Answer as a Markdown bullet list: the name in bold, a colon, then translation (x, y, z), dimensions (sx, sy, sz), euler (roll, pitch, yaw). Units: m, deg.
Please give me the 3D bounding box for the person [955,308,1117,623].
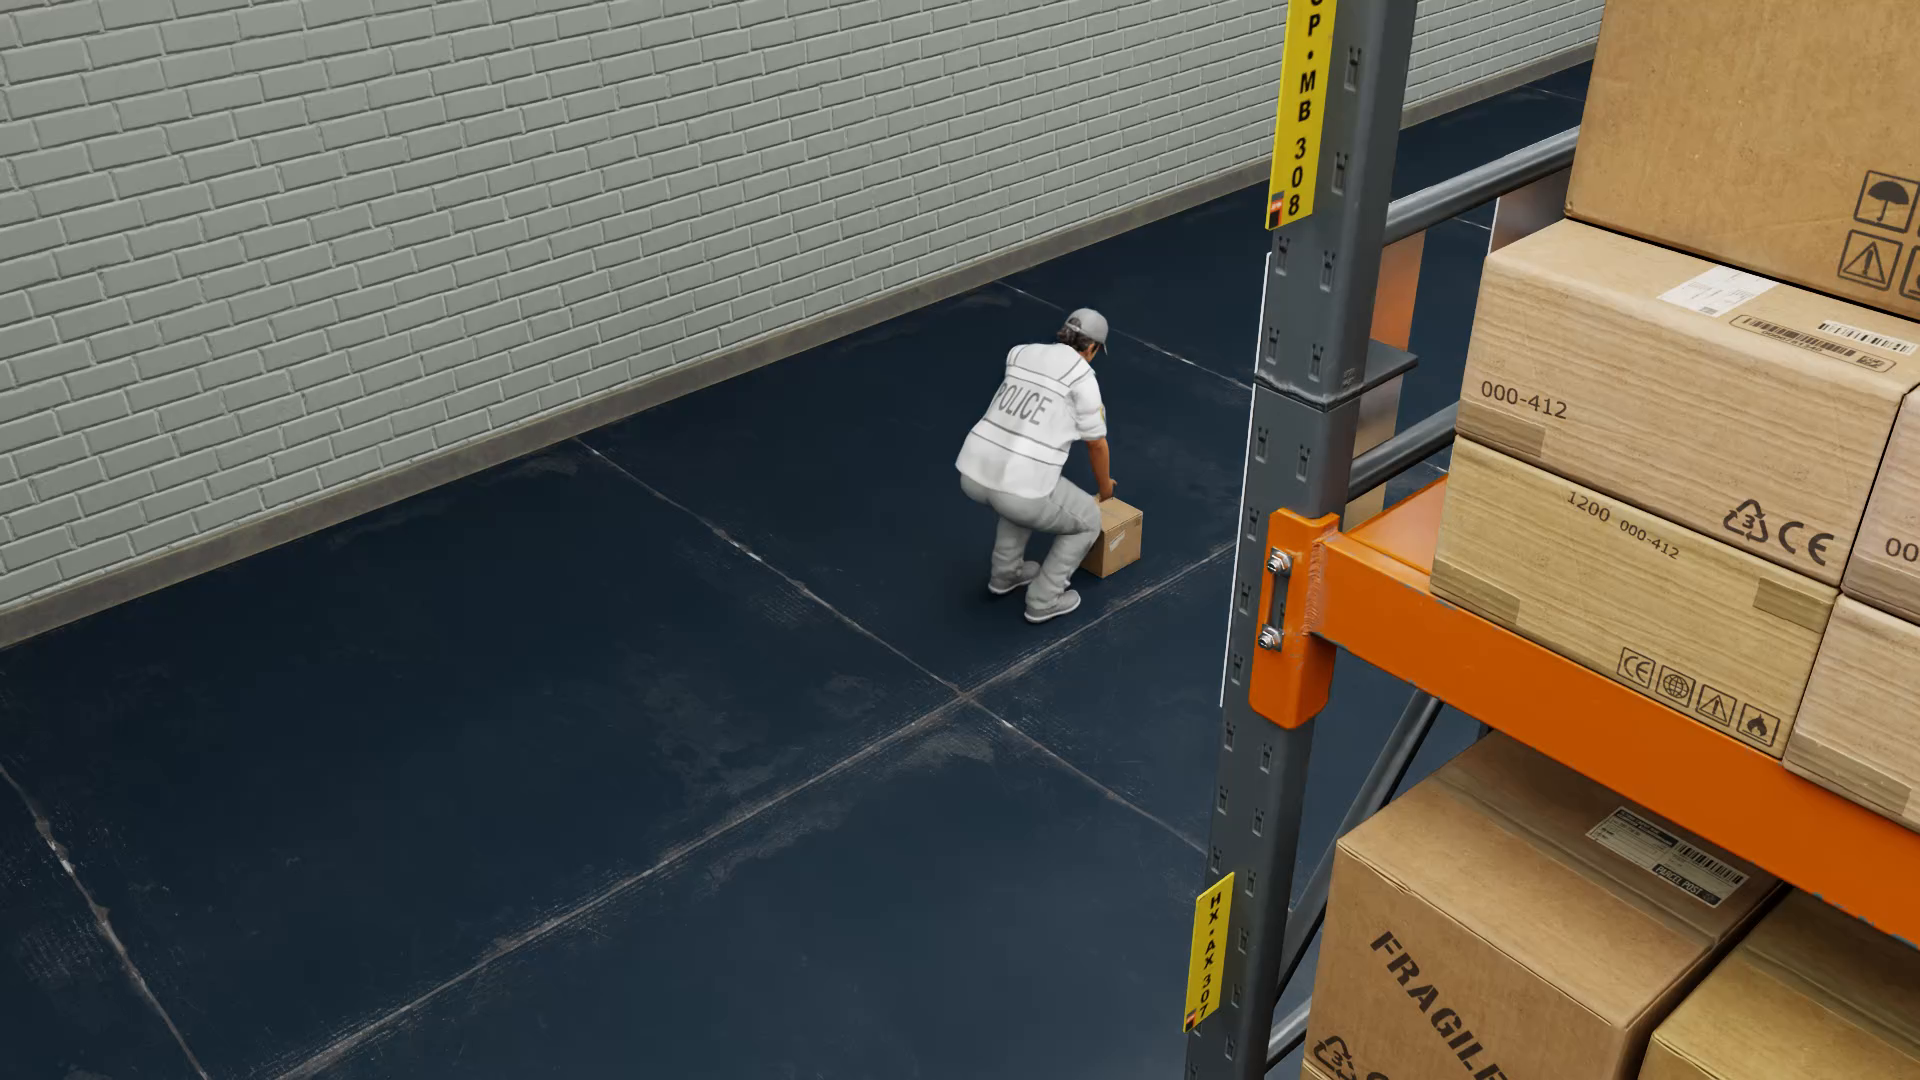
- **person**: translation (0.330, -0.313, 7.022), dimensions (0.785, 1.265, 0.538), euler (-26, 40, -35)
